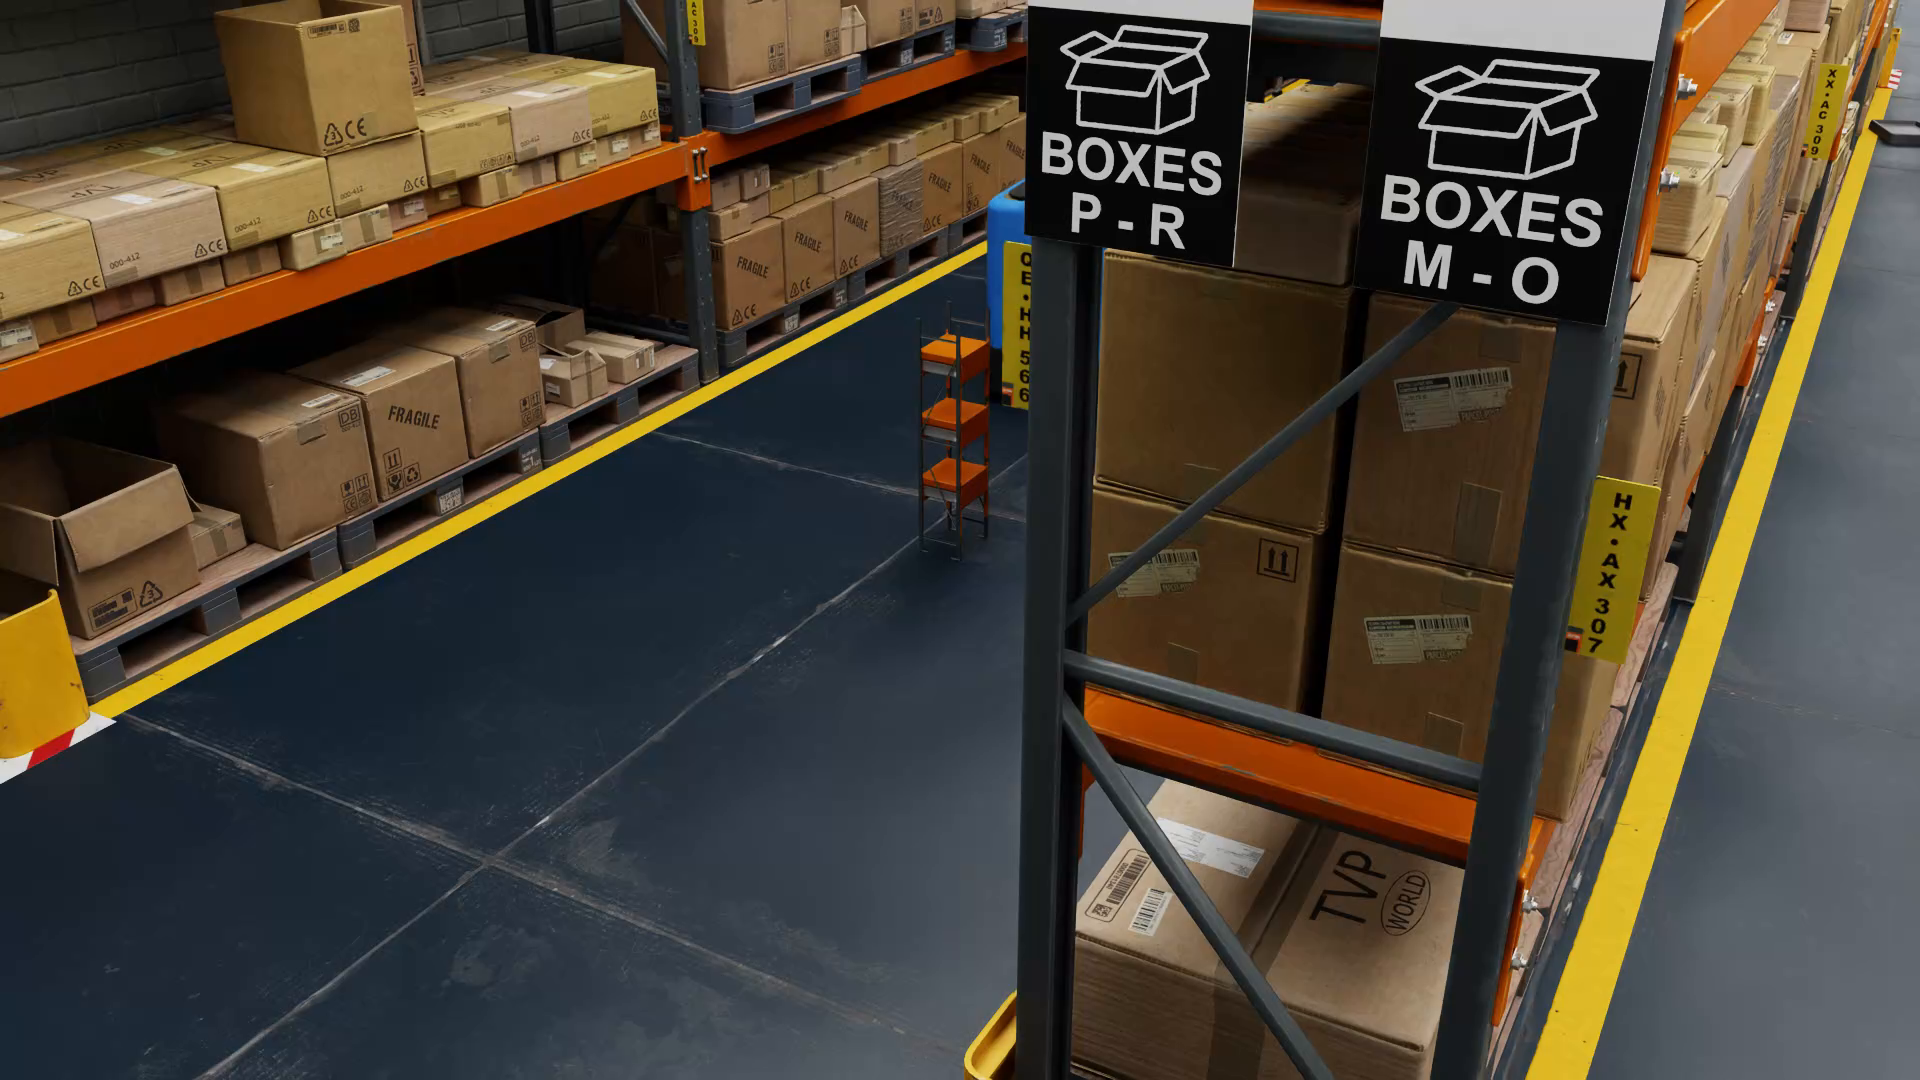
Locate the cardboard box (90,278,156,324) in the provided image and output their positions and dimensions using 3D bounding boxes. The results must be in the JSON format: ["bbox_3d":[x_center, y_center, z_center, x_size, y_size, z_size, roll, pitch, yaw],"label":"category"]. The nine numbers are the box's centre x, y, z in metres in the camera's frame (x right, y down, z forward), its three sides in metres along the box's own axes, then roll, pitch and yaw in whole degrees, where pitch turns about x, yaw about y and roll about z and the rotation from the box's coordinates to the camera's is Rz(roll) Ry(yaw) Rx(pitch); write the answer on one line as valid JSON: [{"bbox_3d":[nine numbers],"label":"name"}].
[{"bbox_3d":[-3.148,-0.916,6.009,0.380,0.149,0.250,14,30,25],"label":"cardboard box"}]

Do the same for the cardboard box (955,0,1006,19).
[{"bbox_3d":[-0.034,-3.497,10.583,0.500,0.250,0.500,13,29,24],"label":"cardboard box"}]

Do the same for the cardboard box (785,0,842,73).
[{"bbox_3d":[-1.077,-2.873,9.058,0.700,0.500,0.500,15,30,27],"label":"cardboard box"}]

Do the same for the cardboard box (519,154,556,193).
[{"bbox_3d":[-2.070,-1.699,7.573,0.380,0.149,0.250,15,30,27],"label":"cardboard box"}]

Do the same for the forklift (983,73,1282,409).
[{"bbox_3d":[1.187,-2.549,9.067,1.130,2.935,3.031,11,29,21],"label":"forklift"}]

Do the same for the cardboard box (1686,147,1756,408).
[{"bbox_3d":[1.570,-0.671,4.010,0.500,0.500,0.500,14,30,26],"label":"cardboard box"}]

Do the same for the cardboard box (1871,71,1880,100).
[{"bbox_3d":[7.785,-4.064,14.619,0.500,0.250,0.500,13,29,24],"label":"cardboard box"}]

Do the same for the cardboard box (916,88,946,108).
[{"bbox_3d":[-0.324,-3.084,11.659,0.380,0.149,0.250,16,31,29],"label":"cardboard box"}]

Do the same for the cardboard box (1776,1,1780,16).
[{"bbox_3d":[2.329,-1.626,5.194,0.380,0.149,0.250,14,30,26],"label":"cardboard box"}]

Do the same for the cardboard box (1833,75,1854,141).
[{"bbox_3d":[4.266,-2.243,8.548,0.500,0.250,0.500,15,30,27],"label":"cardboard box"}]

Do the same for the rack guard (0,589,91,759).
[{"bbox_3d":[-3.695,0.347,5.998,1.175,0.500,0.348,14,30,26],"label":"rack guard"}]

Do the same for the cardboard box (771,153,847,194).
[{"bbox_3d":[-0.892,-2.168,9.828,0.380,0.149,0.250,14,30,26],"label":"cardboard box"}]

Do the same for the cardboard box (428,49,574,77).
[{"bbox_3d":[-2.243,-2.232,8.194,0.500,0.250,0.500,14,30,26],"label":"cardboard box"}]

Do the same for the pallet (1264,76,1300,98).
[{"bbox_3d":[2.599,-4.472,15.947,1.003,0.211,1.213,14,30,26],"label":"pallet"}]

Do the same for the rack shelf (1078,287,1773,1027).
[{"bbox_3d":[1.575,-0.107,4.917,1.077,0.370,4.000,14,30,26],"label":"rack shelf"}]

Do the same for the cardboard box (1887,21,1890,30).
[{"bbox_3d":[7.273,-4.001,13.657,0.500,0.500,0.500,16,31,28],"label":"cardboard box"}]

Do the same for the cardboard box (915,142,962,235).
[{"bbox_3d":[-0.328,-2.319,10.856,0.500,0.500,0.500,16,31,28],"label":"cardboard box"}]

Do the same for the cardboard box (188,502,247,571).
[{"bbox_3d":[-3.106,-0.028,6.672,0.380,0.149,0.250,13,29,24],"label":"cardboard box"}]

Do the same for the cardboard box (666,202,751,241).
[{"bbox_3d":[-1.356,-1.741,8.976,0.380,0.149,0.250,16,31,28],"label":"cardboard box"}]

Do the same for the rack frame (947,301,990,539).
[{"bbox_3d":[0.034,-0.496,7.068,0.200,1.050,0.008,14,30,26],"label":"rack frame"}]

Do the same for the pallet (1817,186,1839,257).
[{"bbox_3d":[5.514,-2.298,11.605,1.003,0.211,1.213,14,30,26],"label":"pallet"}]

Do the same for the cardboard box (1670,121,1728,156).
[{"bbox_3d":[1.415,-0.809,3.562,0.380,0.149,0.250,13,29,24],"label":"cardboard box"}]

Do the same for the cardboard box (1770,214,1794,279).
[{"bbox_3d":[3.005,-1.255,6.573,0.500,0.250,0.500,13,30,25],"label":"cardboard box"}]

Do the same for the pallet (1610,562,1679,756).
[{"bbox_3d":[2.117,0.318,6.379,1.003,0.211,1.213,14,30,26],"label":"pallet"}]

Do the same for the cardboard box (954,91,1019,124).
[{"bbox_3d":[0.181,-2.971,11.432,0.380,0.149,0.250,13,29,24],"label":"cardboard box"}]

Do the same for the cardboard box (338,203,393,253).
[{"bbox_3d":[-2.543,-1.295,6.766,0.380,0.149,0.250,15,30,27],"label":"cardboard box"}]

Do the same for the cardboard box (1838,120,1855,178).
[{"bbox_3d":[5.888,-2.853,12.065,0.950,0.372,0.625,16,31,29],"label":"cardboard box"}]

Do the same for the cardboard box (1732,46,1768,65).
[{"bbox_3d":[1.893,-1.217,4.376,0.380,0.149,0.250,14,30,26],"label":"cardboard box"}]

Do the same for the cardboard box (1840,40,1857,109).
[{"bbox_3d":[4.027,-2.274,8.051,0.500,0.250,0.500,13,30,25],"label":"cardboard box"}]

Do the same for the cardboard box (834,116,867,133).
[{"bbox_3d":[-0.832,-2.674,10.840,0.380,0.149,0.250,14,30,25],"label":"cardboard box"}]

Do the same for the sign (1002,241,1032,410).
[{"bbox_3d":[0.126,-0.398,3.136,0.100,0.325,0.005,14,30,26],"label":"sign"}]

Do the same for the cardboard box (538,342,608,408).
[{"bbox_3d":[-1.958,-0.844,8.171,0.396,0.266,0.258,15,30,28],"label":"cardboard box"}]

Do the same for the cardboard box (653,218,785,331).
[{"bbox_3d":[-1.330,-1.509,9.237,0.500,0.500,0.500,16,31,28],"label":"cardboard box"}]

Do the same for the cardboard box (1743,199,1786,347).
[{"bbox_3d":[2.553,-1.016,5.817,0.500,0.500,0.500,14,30,27],"label":"cardboard box"}]

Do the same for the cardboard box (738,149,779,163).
[{"bbox_3d":[-1.312,-2.268,10.029,0.380,0.149,0.250,15,30,27],"label":"cardboard box"}]

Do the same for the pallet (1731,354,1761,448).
[{"bbox_3d":[3.472,-0.756,8.524,1.003,0.211,1.213,14,30,26],"label":"pallet"}]

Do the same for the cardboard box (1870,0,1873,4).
[{"bbox_3d":[5.200,-3.462,9.901,0.500,0.500,0.500,16,31,29],"label":"cardboard box"}]

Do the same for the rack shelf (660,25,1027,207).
[{"bbox_3d":[-0.780,-2.758,10.212,1.077,0.370,4.000,14,30,26],"label":"rack shelf"}]

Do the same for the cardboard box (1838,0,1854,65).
[{"bbox_3d":[3.501,-2.208,7.080,0.500,0.500,0.500,13,30,25],"label":"cardboard box"}]

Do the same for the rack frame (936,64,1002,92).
[{"bbox_3d":[0.204,-3.859,11.608,1.000,3.000,0.127,14,30,26],"label":"rack frame"}]

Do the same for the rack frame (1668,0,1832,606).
[{"bbox_3d":[2.559,-1.208,6.313,1.000,3.000,0.127,14,30,26],"label":"rack frame"}]

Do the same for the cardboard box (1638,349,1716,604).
[{"bbox_3d":[1.568,-0.216,4.218,0.500,0.500,0.500,14,30,26],"label":"cardboard box"}]

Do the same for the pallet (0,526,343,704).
[{"bbox_3d":[-3.303,0.166,6.684,1.003,0.211,1.213,14,30,26],"label":"pallet"}]

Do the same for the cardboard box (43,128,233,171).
[{"bbox_3d":[-3.234,-1.437,6.606,0.500,0.250,0.500,15,30,28],"label":"cardboard box"}]

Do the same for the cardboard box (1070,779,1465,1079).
[{"bbox_3d":[0.829,1.029,4.236,0.875,0.438,0.875,13,29,24],"label":"cardboard box"}]

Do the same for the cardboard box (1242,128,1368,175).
[{"bbox_3d":[0.698,-0.720,3.383,0.380,0.149,0.250,15,30,27],"label":"cardboard box"}]

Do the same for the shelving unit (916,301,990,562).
[{"bbox_3d":[-0.026,-0.449,6.973,0.215,1.050,0.252,14,30,26],"label":"shelving unit"}]

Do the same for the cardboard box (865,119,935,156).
[{"bbox_3d":[-0.386,-2.574,10.640,0.380,0.149,0.250,14,30,25],"label":"cardboard box"}]

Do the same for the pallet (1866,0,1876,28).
[{"bbox_3d":[5.465,-3.462,11.029,1.003,0.211,1.213,14,30,26],"label":"pallet"}]

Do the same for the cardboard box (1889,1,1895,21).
[{"bbox_3d":[7.385,-4.316,13.562,0.380,0.149,0.250,15,30,28],"label":"cardboard box"}]

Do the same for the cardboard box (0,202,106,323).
[{"bbox_3d":[-3.274,-0.924,5.581,0.500,0.250,0.500,14,30,26],"label":"cardboard box"}]

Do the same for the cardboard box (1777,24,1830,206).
[{"bbox_3d":[2.567,-1.455,5.578,0.500,0.500,0.500,14,30,26],"label":"cardboard box"}]

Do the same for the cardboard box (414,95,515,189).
[{"bbox_3d":[-2.293,-1.724,7.178,0.500,0.250,0.500,14,30,26],"label":"cardboard box"}]
